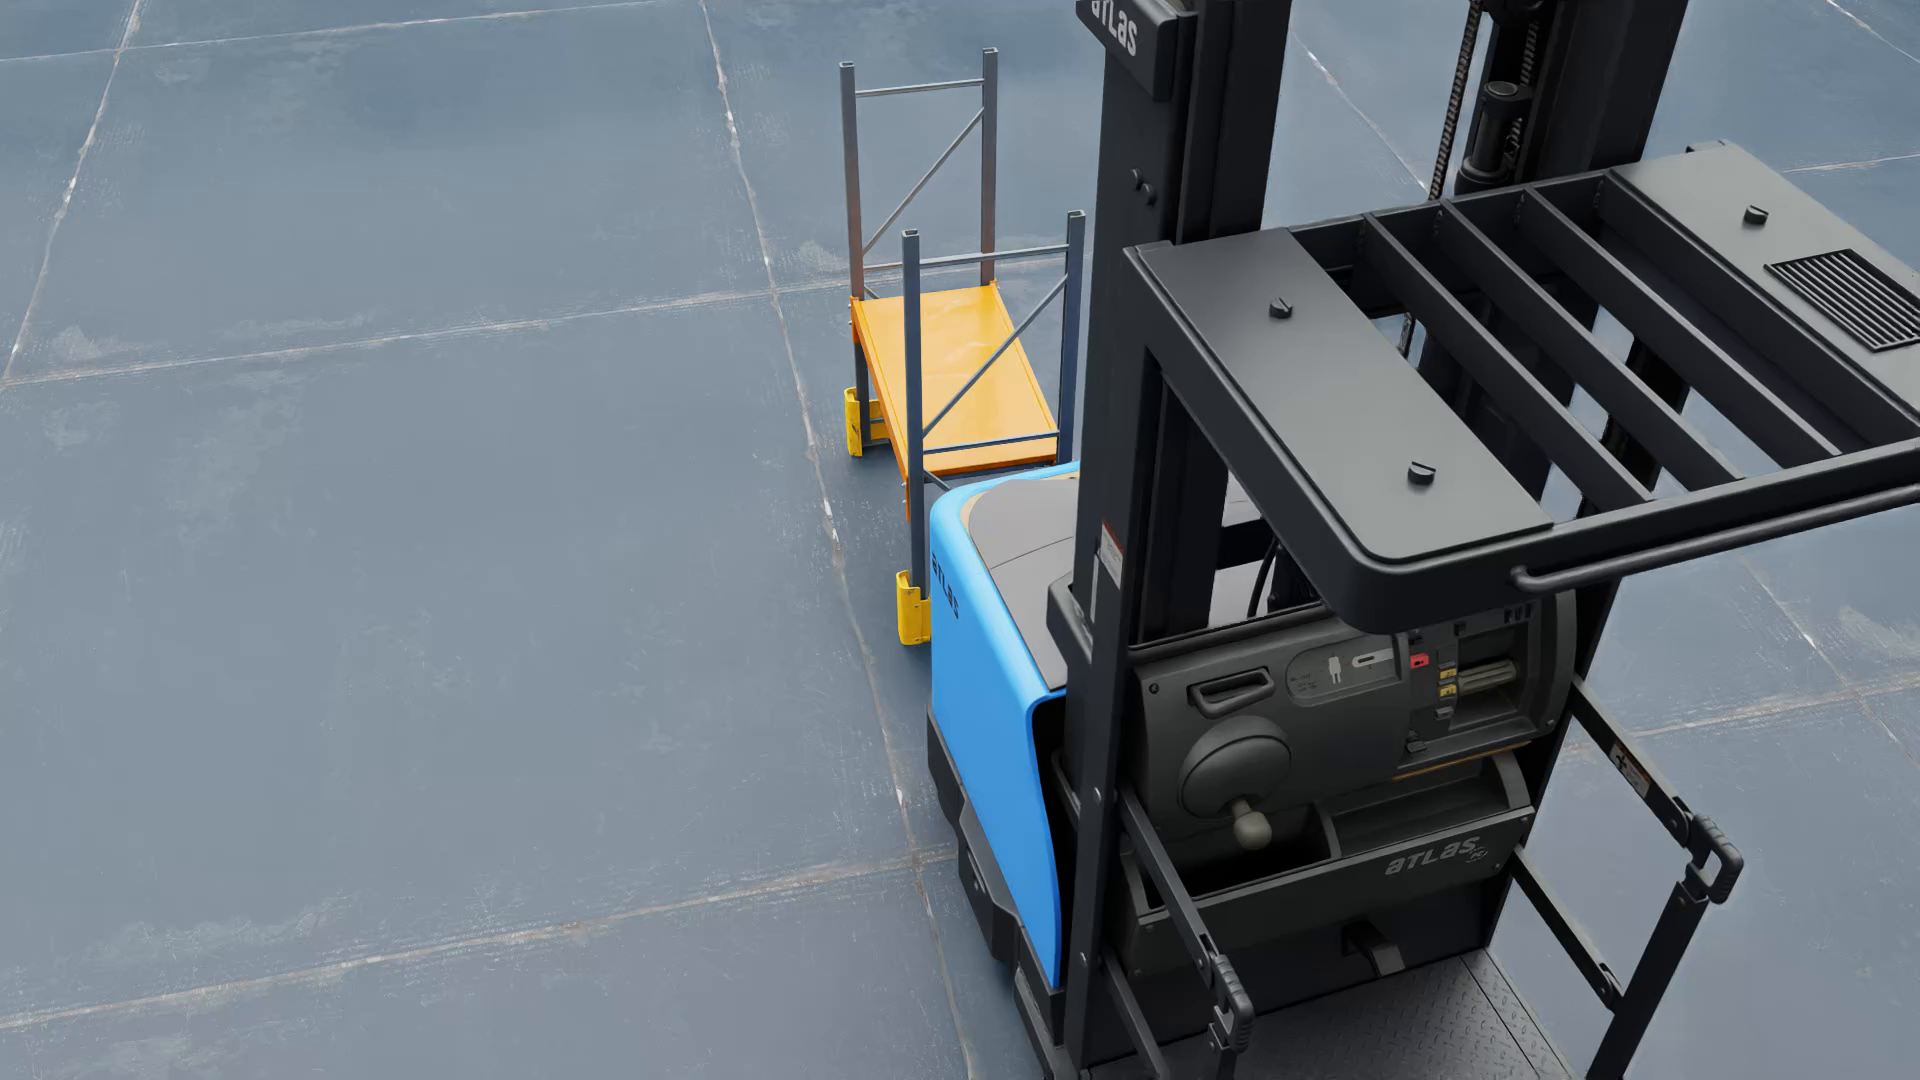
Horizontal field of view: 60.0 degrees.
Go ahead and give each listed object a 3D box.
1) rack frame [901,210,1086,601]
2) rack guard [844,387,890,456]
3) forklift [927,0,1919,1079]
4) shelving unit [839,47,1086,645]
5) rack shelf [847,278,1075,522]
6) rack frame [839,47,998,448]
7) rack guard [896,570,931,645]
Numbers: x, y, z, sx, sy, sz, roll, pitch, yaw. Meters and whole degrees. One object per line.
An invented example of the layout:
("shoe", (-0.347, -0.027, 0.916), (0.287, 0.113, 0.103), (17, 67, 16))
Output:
("rack frame", (0.091, -0.287, 4.943), (0.500, 1.500, 0.032), (-8, 42, -9))
("rack guard", (-0.124, -0.466, 6.086), (0.587, 0.250, 0.087), (-8, 42, -9))
("forklift", (0.853, 0.409, 3.081), (1.130, 2.935, 3.031), (-12, 43, -14))
("shelving unit", (-0.016, -0.610, 5.308), (0.587, 1.500, 1.083), (-8, 42, -9))
("rack shelf", (-0.018, -0.482, 5.434), (0.538, 0.185, 1.000), (-8, 42, -9))
("rack frame", (-0.128, -0.946, 5.686), (0.500, 1.500, 0.032), (-8, 42, -9))
("rack guard", (0.091, 0.180, 5.359), (0.587, 0.250, 0.087), (-8, 42, -9))
